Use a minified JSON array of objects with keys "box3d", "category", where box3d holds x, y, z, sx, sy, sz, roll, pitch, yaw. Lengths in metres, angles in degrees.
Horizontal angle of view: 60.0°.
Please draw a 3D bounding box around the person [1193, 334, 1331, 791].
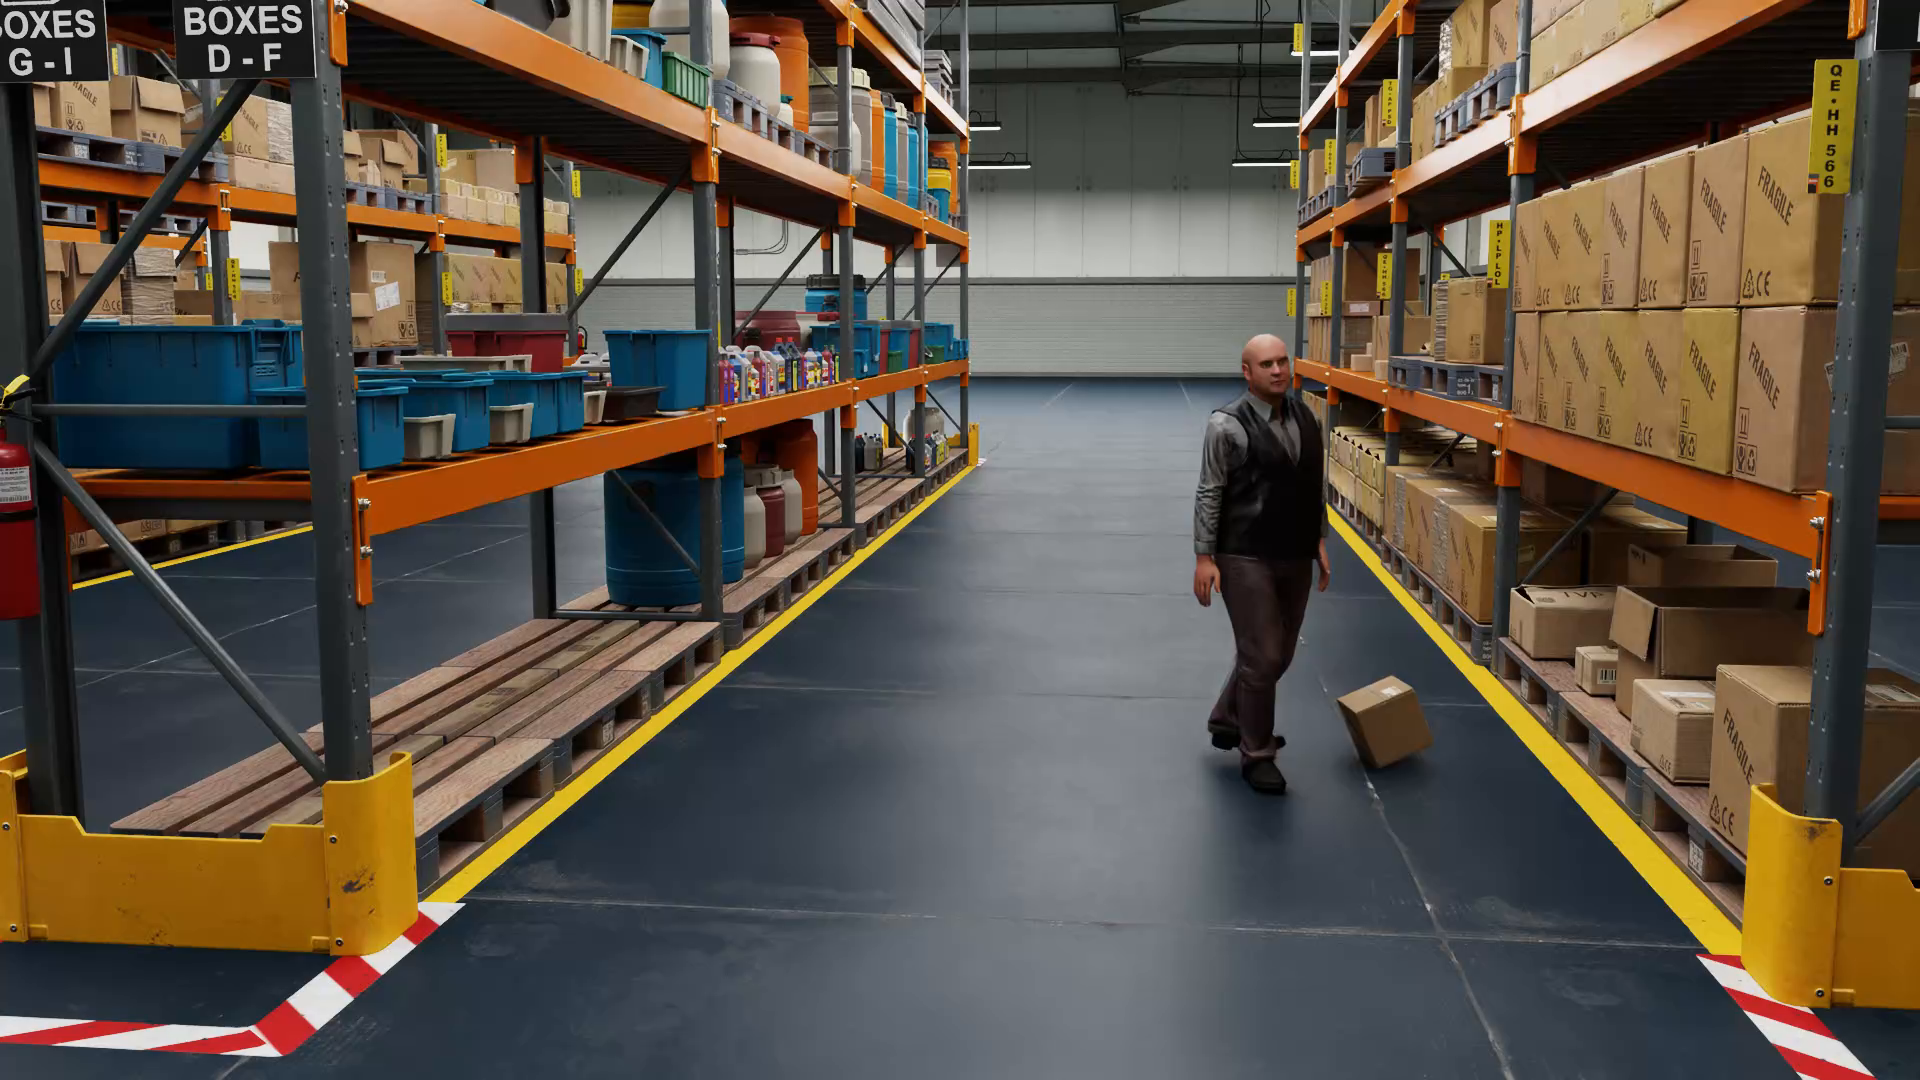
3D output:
[{"box3d":[1.133,0.067,6.402,0.584,1.710,0.590,-5,9,-31],"category":"person"}]
